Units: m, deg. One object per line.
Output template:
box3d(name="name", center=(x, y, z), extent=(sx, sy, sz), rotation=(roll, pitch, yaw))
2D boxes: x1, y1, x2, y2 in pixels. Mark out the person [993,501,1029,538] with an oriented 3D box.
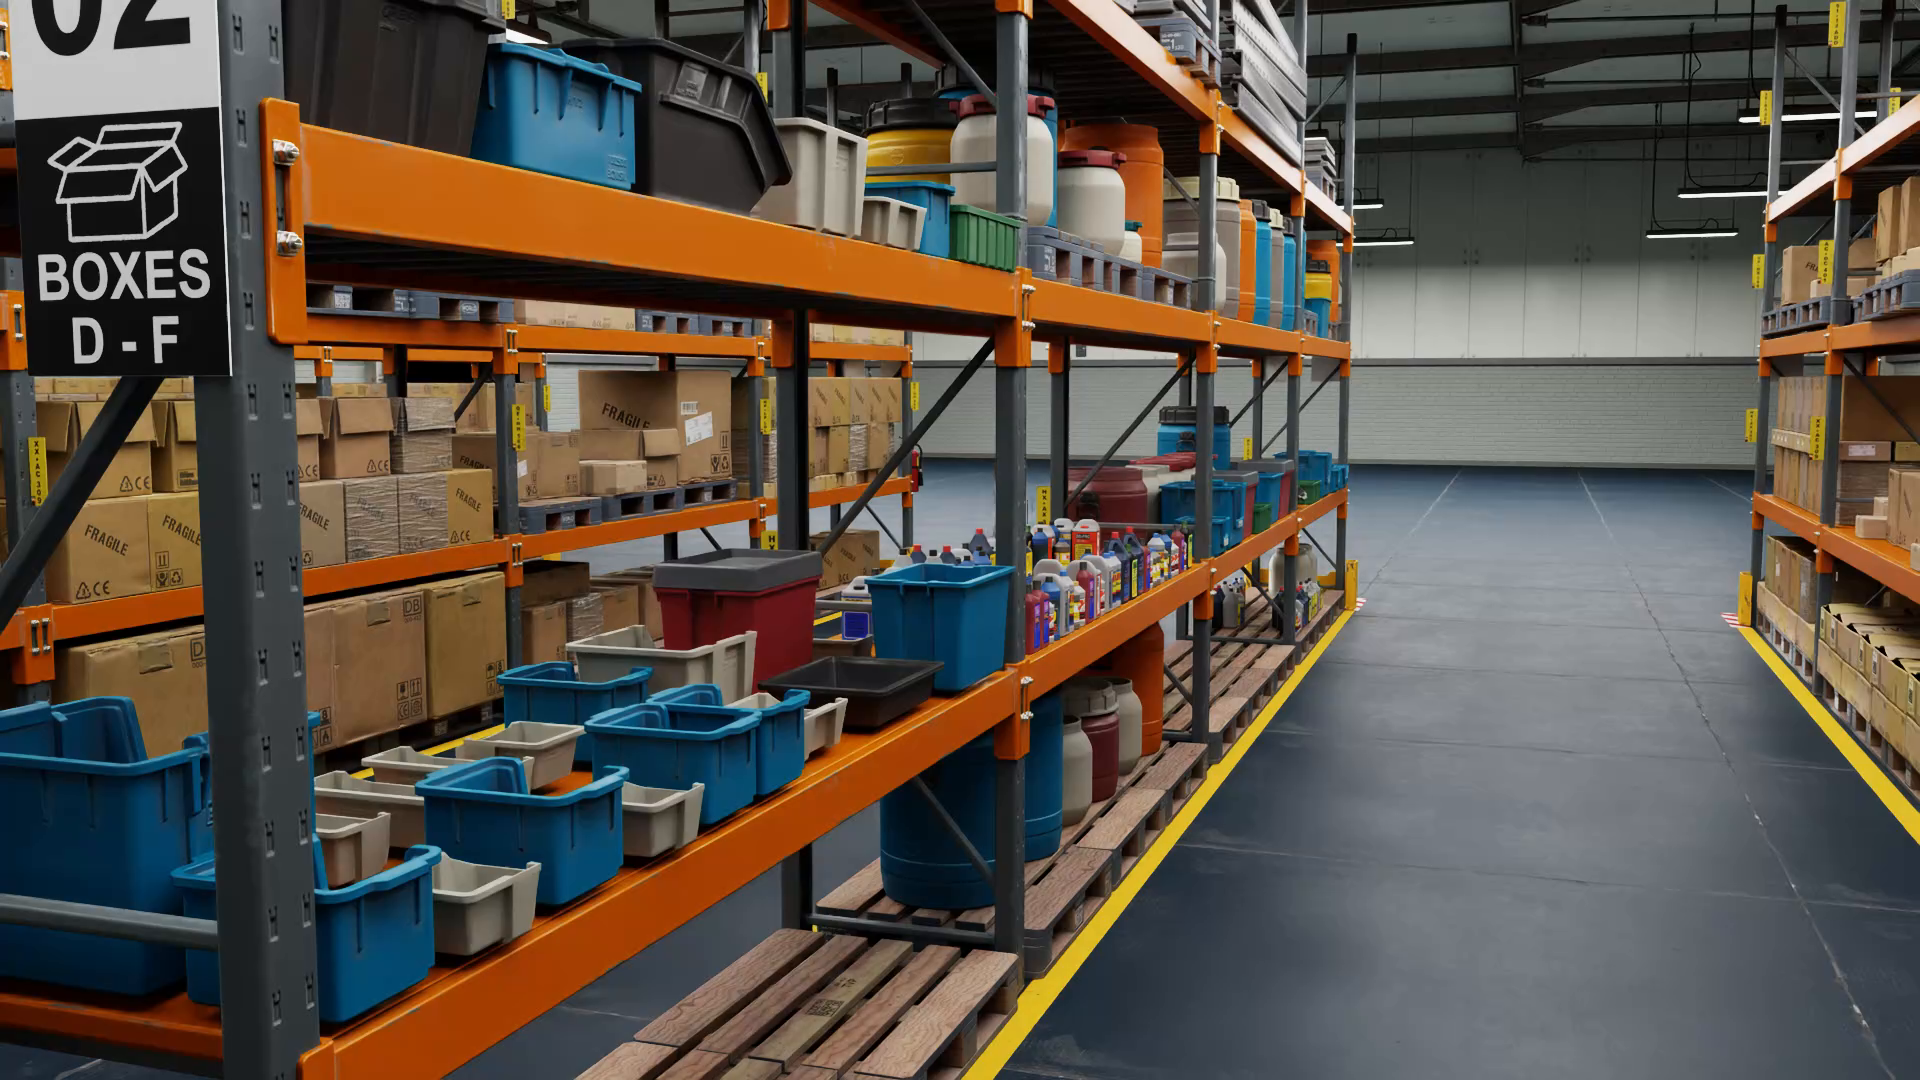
box3d(name="person", center=(0.541, -0.013, 17.048), extent=(0.950, 1.530, 0.443), rotation=(4, 7, 39))
